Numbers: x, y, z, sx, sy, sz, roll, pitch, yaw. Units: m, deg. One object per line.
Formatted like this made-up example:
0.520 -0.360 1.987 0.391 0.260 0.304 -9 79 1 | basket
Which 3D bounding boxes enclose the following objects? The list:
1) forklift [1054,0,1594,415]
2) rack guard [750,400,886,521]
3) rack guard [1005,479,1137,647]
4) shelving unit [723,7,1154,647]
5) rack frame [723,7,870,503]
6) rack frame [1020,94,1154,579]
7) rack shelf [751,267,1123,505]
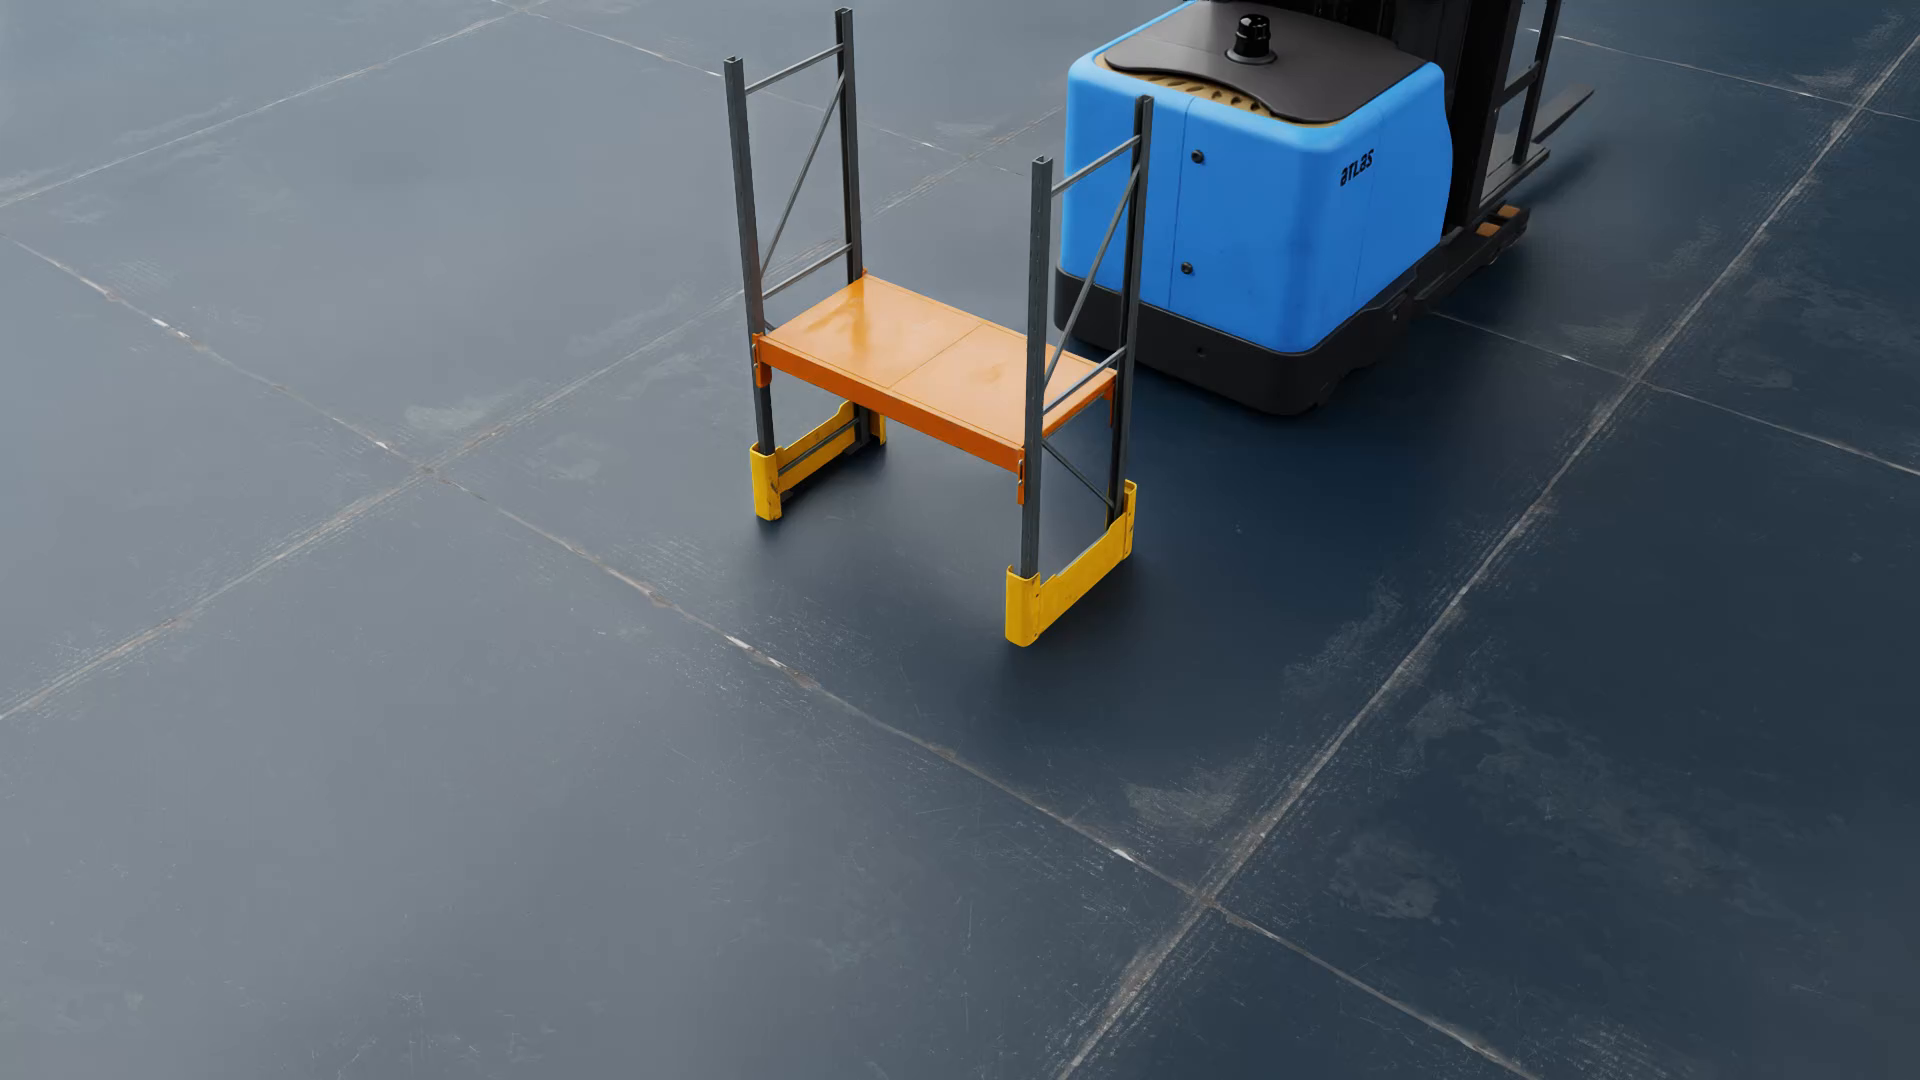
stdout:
1.658 -2.426 5.971 1.130 2.935 3.031 26 45 29 | forklift
-0.456 -0.313 5.448 0.087 0.250 0.587 25 45 29 | rack guard
0.335 0.060 4.971 0.087 0.250 0.587 25 45 29 | rack guard
-0.061 -0.619 4.824 1.083 1.500 0.587 25 45 29 | shelving unit
-0.472 -0.813 5.072 0.032 1.500 0.500 25 45 29 | rack frame
0.336 -0.432 4.585 0.032 1.500 0.500 25 45 29 | rack frame
-0.068 -0.481 4.939 1.000 0.185 0.538 25 45 29 | rack shelf
